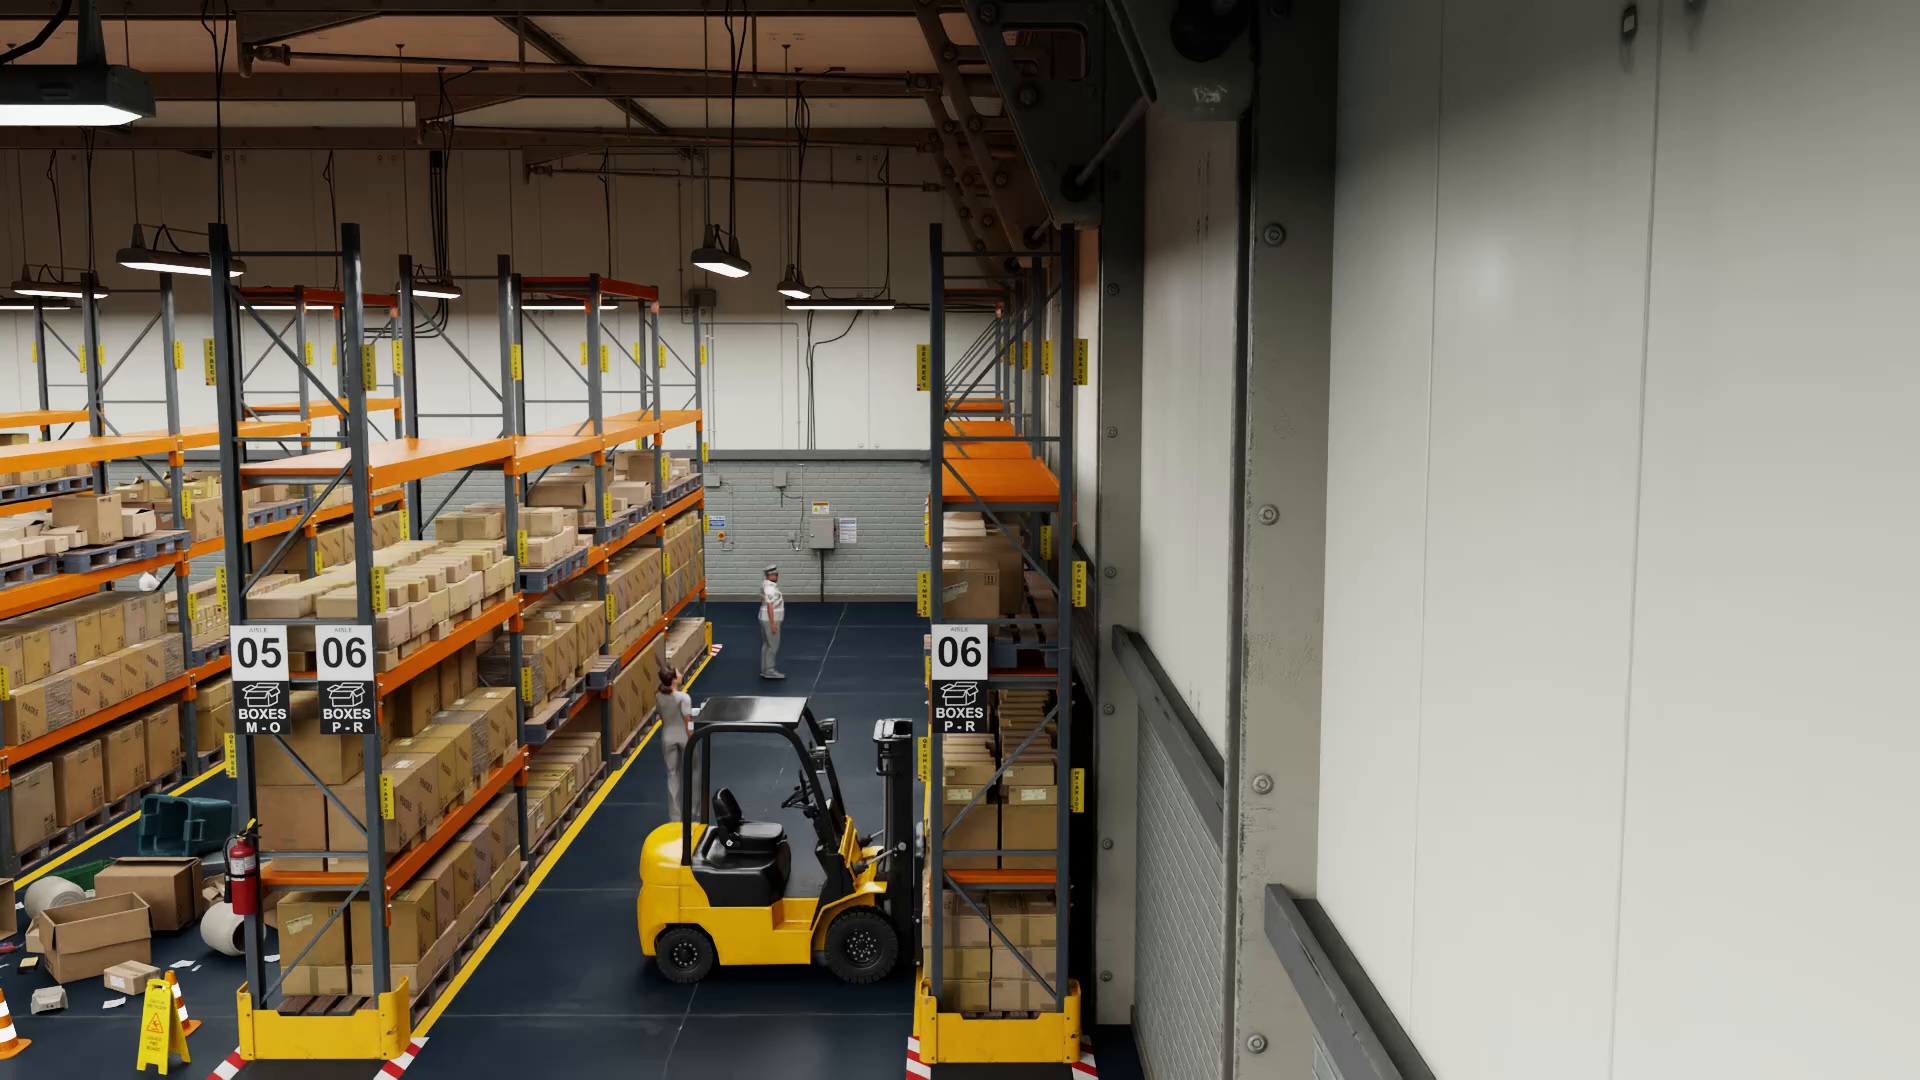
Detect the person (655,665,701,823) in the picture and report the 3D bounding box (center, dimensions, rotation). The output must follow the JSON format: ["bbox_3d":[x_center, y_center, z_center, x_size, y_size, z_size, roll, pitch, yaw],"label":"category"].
[{"bbox_3d":[-2.882,2.084,16.942,0.430,1.686,0.676,0,7,-4],"label":"person"}]

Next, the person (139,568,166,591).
[{"bbox_3d":[-12.807,1.179,26.503,0.450,1.781,0.654,-1,7,-10],"label":"person"}]

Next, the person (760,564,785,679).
[{"bbox_3d":[-2.926,1.261,25.931,0.375,1.768,0.616,-2,7,-18],"label":"person"}]
